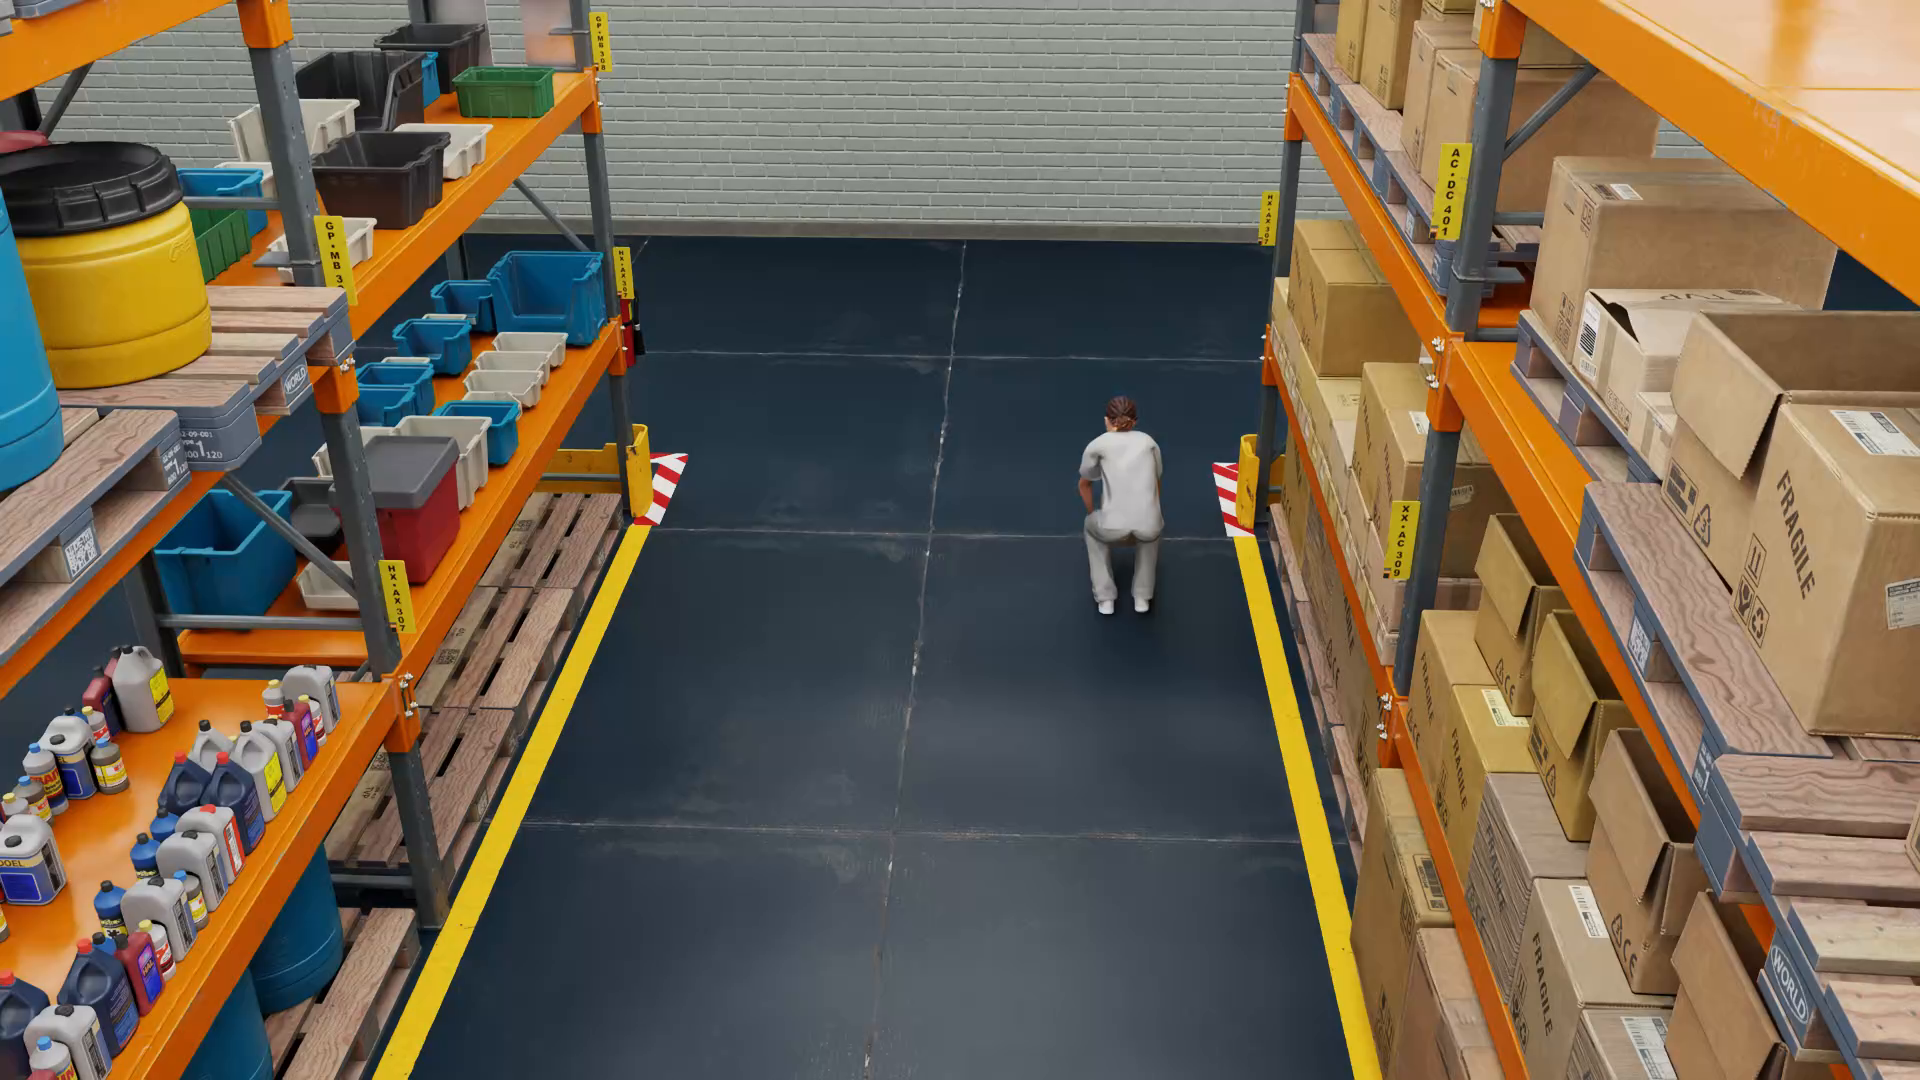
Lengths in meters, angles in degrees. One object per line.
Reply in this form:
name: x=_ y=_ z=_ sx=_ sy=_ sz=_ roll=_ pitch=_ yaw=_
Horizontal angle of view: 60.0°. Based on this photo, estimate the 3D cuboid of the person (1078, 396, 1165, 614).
person: x=0.921 y=-0.176 z=9.497 sx=0.492 sy=1.167 sz=0.733 roll=1 pitch=28 yaw=2
